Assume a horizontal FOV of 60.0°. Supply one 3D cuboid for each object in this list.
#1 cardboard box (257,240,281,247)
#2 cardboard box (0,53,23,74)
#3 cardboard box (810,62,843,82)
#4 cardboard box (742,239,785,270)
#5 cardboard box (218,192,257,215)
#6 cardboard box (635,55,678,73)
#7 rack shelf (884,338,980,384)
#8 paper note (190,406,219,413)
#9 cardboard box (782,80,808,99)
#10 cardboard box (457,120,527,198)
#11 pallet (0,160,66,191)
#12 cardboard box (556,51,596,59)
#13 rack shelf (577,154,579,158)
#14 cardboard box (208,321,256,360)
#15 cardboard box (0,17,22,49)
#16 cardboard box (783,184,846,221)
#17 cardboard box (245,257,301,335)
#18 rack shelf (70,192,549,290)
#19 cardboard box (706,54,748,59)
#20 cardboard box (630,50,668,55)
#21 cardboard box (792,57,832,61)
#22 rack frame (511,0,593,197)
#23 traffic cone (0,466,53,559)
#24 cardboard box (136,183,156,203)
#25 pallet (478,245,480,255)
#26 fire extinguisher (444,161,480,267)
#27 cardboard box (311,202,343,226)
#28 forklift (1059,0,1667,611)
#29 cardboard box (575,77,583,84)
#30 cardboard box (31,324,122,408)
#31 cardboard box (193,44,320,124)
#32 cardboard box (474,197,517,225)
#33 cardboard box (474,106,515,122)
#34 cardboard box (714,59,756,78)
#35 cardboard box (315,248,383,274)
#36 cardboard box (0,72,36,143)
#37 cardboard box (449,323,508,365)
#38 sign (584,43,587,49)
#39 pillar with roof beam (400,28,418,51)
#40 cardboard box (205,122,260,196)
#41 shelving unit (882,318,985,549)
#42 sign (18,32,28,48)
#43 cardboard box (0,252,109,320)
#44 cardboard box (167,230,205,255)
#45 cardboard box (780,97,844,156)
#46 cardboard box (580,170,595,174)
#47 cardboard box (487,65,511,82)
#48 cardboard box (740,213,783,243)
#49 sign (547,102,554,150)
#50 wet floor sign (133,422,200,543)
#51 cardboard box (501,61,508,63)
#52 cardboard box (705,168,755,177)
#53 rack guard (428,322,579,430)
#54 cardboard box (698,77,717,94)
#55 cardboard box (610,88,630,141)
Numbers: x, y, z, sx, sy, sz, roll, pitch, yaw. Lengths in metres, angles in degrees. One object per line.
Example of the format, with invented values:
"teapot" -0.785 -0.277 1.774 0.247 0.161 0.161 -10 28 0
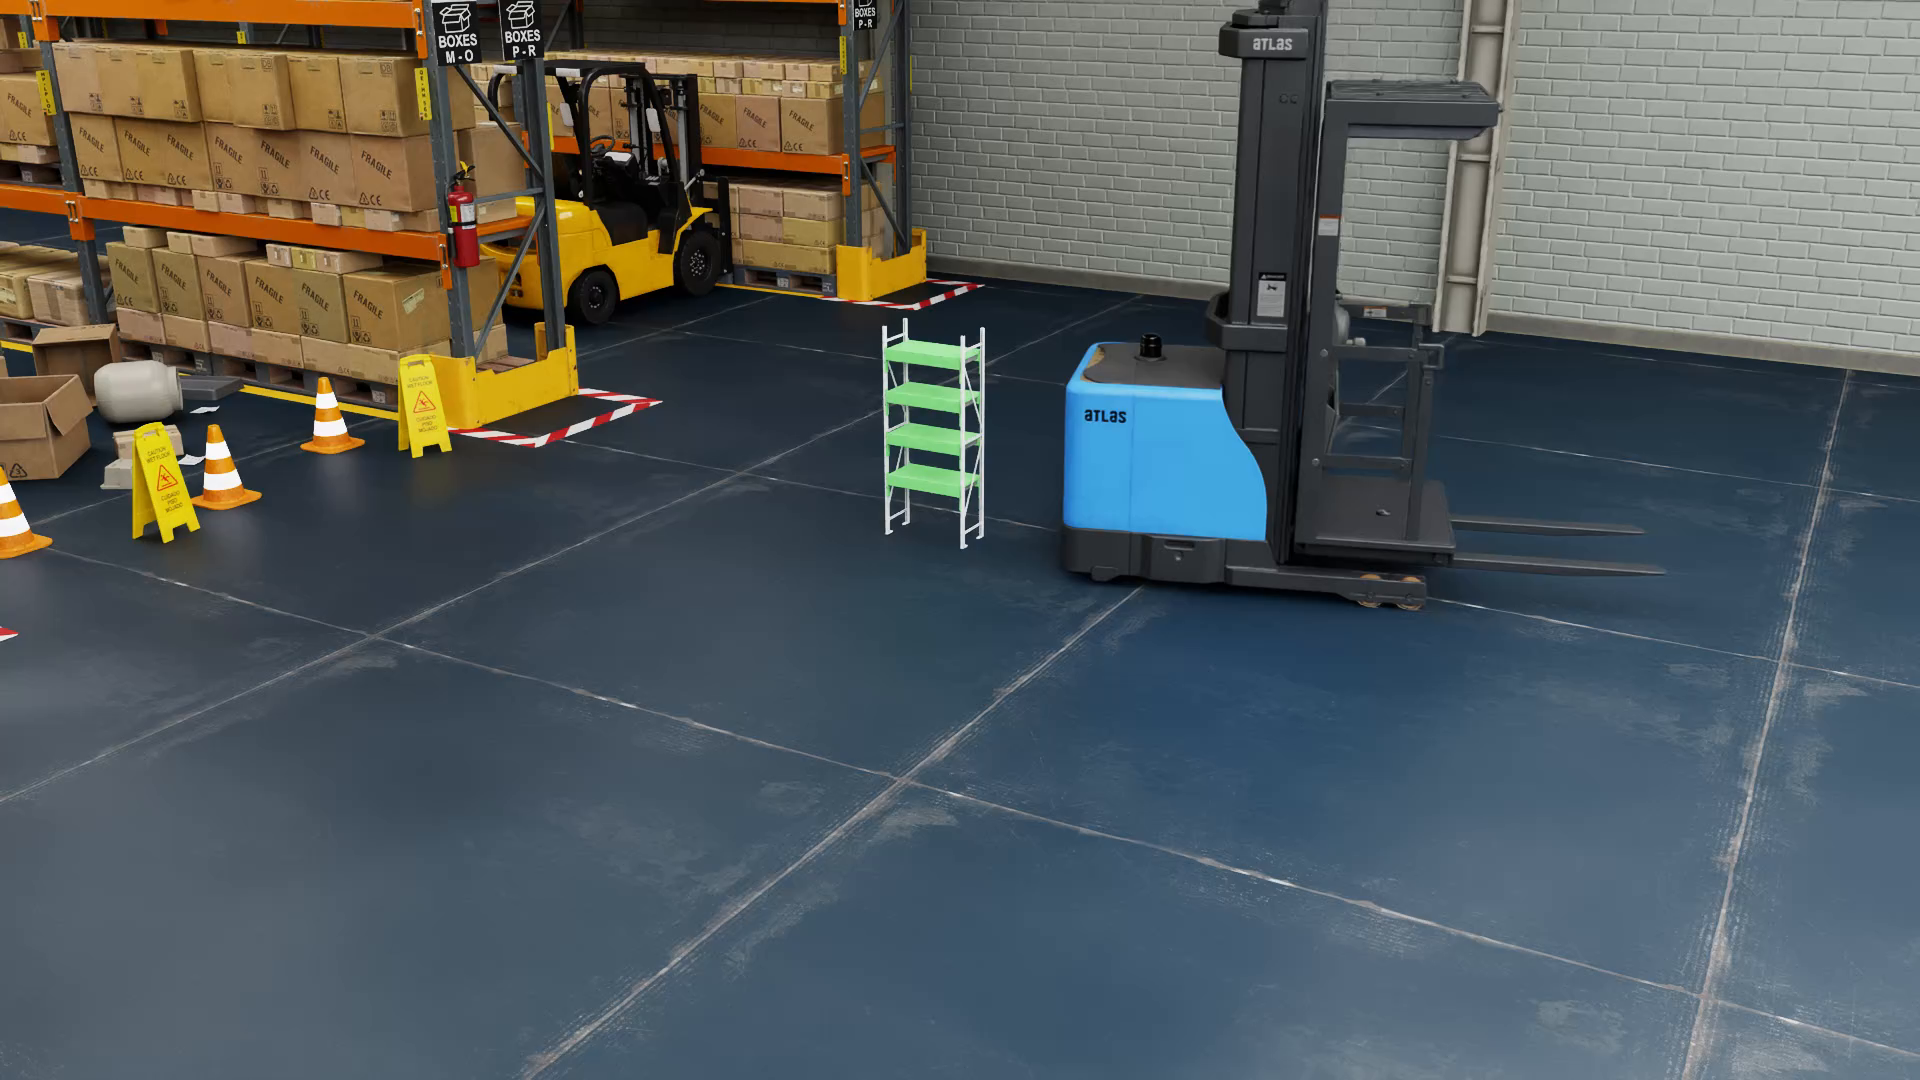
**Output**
"cardboard box" -5.136 -2.088 13.039 0.500 0.500 0.500 12 23 30
"cardboard box" -7.795 -3.827 13.367 0.250 0.149 0.380 10 22 26
"cardboard box" -1.180 -4.319 15.340 0.250 0.149 0.380 11 23 27
"cardboard box" -1.758 -2.805 16.116 0.500 0.250 0.500 11 23 27
"cardboard box" -5.210 -2.503 12.234 0.250 0.149 0.380 11 23 27
"cardboard box" -2.960 -4.656 16.267 0.250 0.149 0.380 11 23 27
"rack shelf" -0.145 -0.983 9.095 0.480 0.148 0.258 11 23 27
"paper note" -5.403 -0.937 11.903 0.148 0.019 0.142 3 20 9
"cardboard box" -1.441 -4.191 15.421 0.250 0.149 0.380 11 23 28
"cardboard box" -3.460 -2.701 11.829 0.500 0.500 0.500 10 22 26
"pallet" -7.270 -3.098 13.788 1.213 0.211 1.003 11 23 27
"cardboard box" -3.842 -4.835 16.762 0.250 0.149 0.380 11 23 28
"rack shelf" -6.003 -4.491 18.401 4.000 0.370 1.077 11 23 27
"cardboard box" -5.355 -1.571 12.714 0.500 0.250 0.500 10 22 27
"cardboard box" -12.411 -6.575 21.777 0.500 0.500 0.500 10 22 26
"cardboard box" -1.319 -3.189 15.709 0.500 0.250 0.500 12 23 29
"cardboard box" -4.903 -1.837 12.348 0.500 0.500 0.500 10 22 26
"rack shelf" -4.928 -2.347 12.491 4.000 0.370 1.077 11 23 27
"cardboard box" -2.290 -4.708 16.411 0.250 0.149 0.380 11 23 28
"cardboard box" -3.145 -4.908 16.961 0.250 0.149 0.380 10 22 26
"cardboard box" -1.403 -4.535 15.935 0.250 0.149 0.380 11 23 28
"rack frame" -4.257 -4.496 17.361 0.127 3.000 1.000 11 23 27
"traffic cone" -5.279 -0.181 9.185 0.334 0.463 0.336 11 23 27
"cardboard box" -6.063 -2.690 12.751 0.250 0.149 0.380 11 23 27
"pallet" -4.919 -3.296 18.142 1.213 0.211 1.003 11 23 27
"fire extinguisher" -3.307 -2.160 11.034 0.183 0.674 0.296 11 23 27
"cardboard box" -4.341 -2.325 11.744 0.250 0.149 0.380 11 23 28
"forklift" 2.097 -1.220 8.431 3.031 2.935 1.130 4 20 11
"cardboard box" -3.639 -4.639 16.657 0.250 0.149 0.380 11 23 27
"cardboard box" -6.402 -1.261 12.104 0.500 0.500 0.500 -7 21 -20
"cardboard box" -5.036 -3.294 11.999 0.500 0.500 0.700 11 22 27
"cardboard box" -3.378 -2.353 11.820 0.250 0.149 0.380 11 23 28
"cardboard box" -4.824 -4.432 17.403 0.500 0.250 0.500 11 23 29
"cardboard box" -2.115 -4.461 15.729 0.250 0.149 0.380 11 23 29
"cardboard box" -4.362 -2.012 11.877 0.250 0.149 0.380 12 23 29
"cardboard box" -7.623 -3.493 13.396 0.500 0.500 0.500 11 23 28
"cardboard box" -3.751 -1.474 12.446 0.500 0.250 0.500 11 22 27
"sign" -3.987 -5.106 17.656 0.005 0.325 0.100 11 23 27
"pillar with roof beam" -8.270 -6.751 14.781 0.400 9.000 9.100 11 23 27
"cardboard box" -5.093 -2.806 12.120 0.500 0.500 0.500 11 23 28
"shelving unit" -0.145 -0.592 9.236 0.503 1.200 0.258 11 23 27
"sign" -11.499 -6.071 20.432 0.005 0.325 0.100 11 23 27
"cardboard box" -7.762 -2.185 14.227 0.625 0.372 0.950 12 23 31
"cardboard box" -5.761 -2.278 12.612 0.250 0.149 0.380 12 23 29
"cardboard box" -1.322 -3.882 15.520 0.500 0.500 0.500 10 22 26
"cardboard box" -3.546 -3.609 16.866 0.500 0.250 0.500 11 23 27
"cardboard box" -4.663 -4.839 17.208 0.250 0.149 0.380 12 23 29
"cardboard box" -1.774 -3.045 16.045 0.500 0.250 0.500 11 22 27
"sign" -2.917 -2.921 11.750 0.005 0.325 0.100 11 23 27
"wet floor sign" -4.517 -0.340 9.356 0.232 0.644 0.267 7 21 18
"cardboard box" -4.667 -5.031 17.737 0.250 0.149 0.380 10 22 26
"cardboard box" -2.405 -3.598 16.834 0.500 0.250 0.500 10 22 26
"rack guard" -3.248 -1.190 11.913 0.348 0.500 1.175 11 23 27
"cardboard box" -2.336 -4.363 15.897 0.250 0.149 0.380 11 23 28
"cardboard box" -3.091 -4.226 16.470 0.500 0.500 0.500 11 22 27
